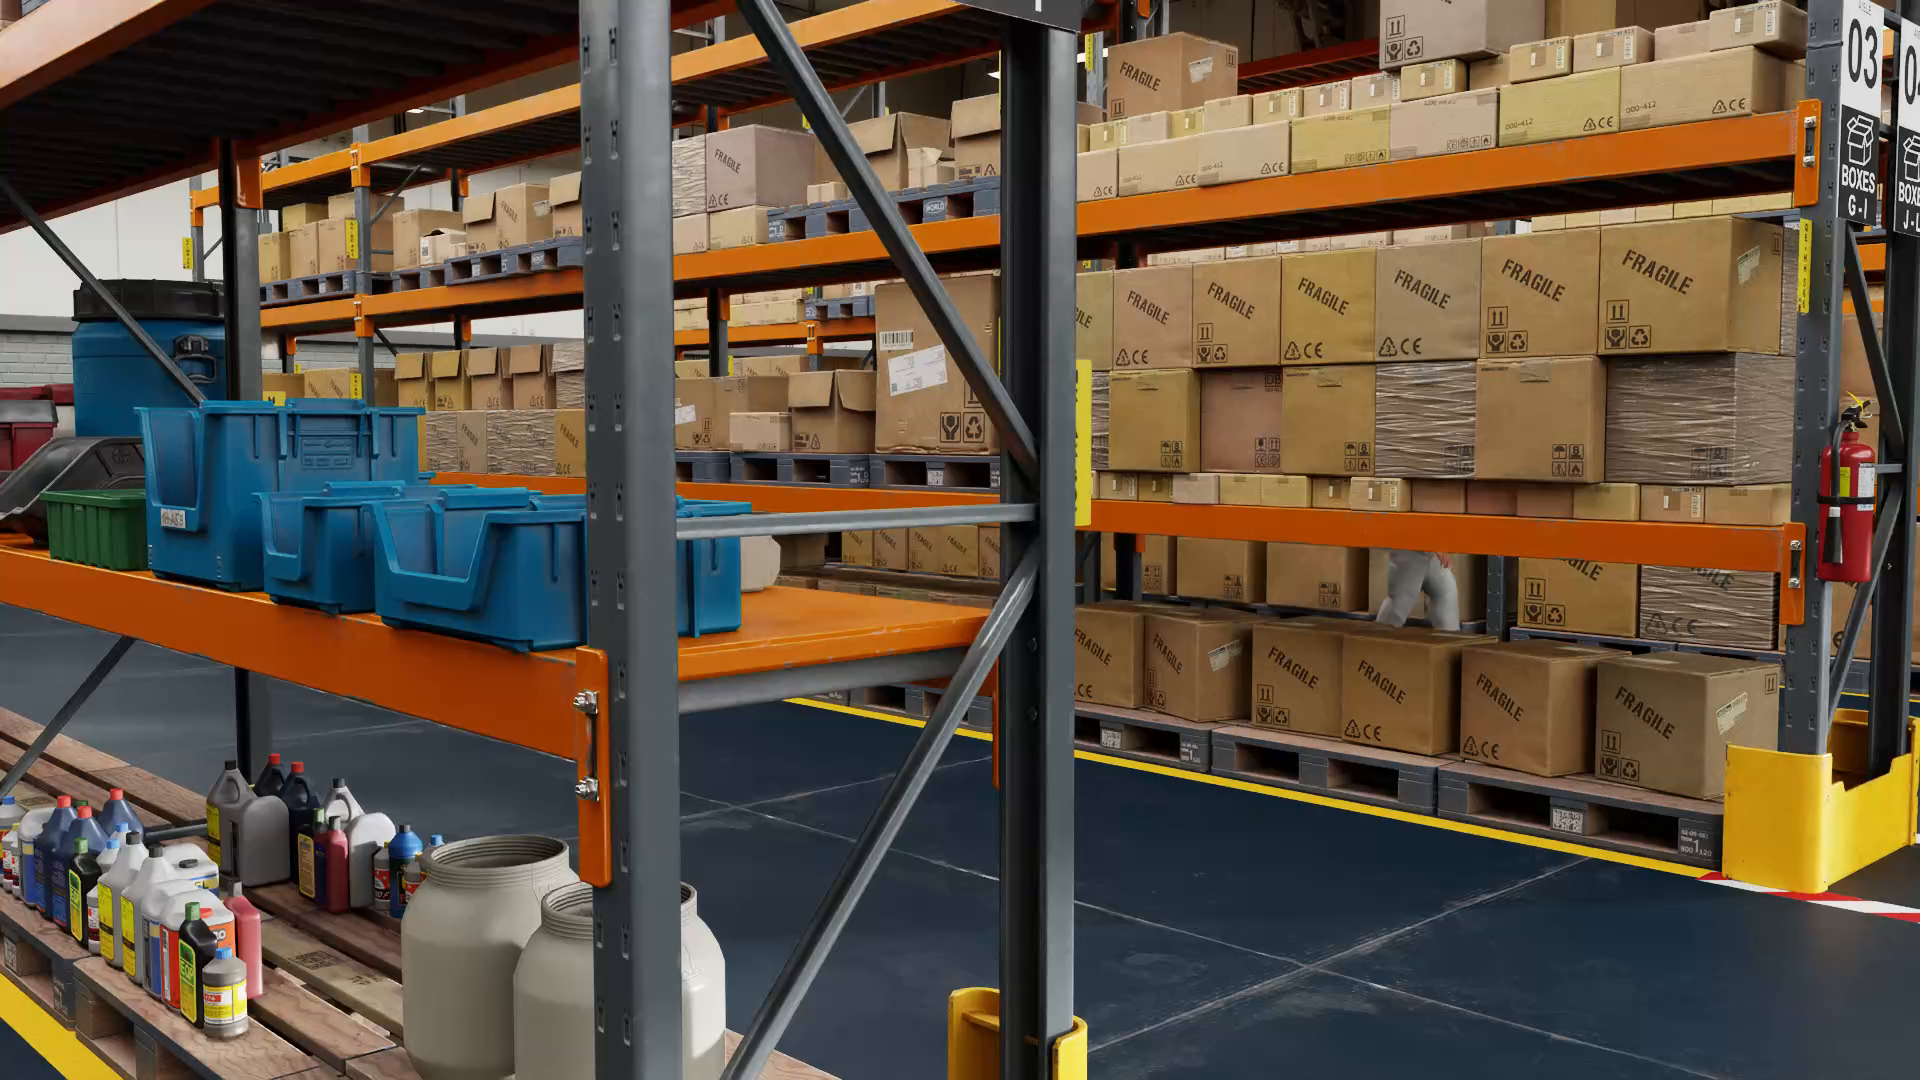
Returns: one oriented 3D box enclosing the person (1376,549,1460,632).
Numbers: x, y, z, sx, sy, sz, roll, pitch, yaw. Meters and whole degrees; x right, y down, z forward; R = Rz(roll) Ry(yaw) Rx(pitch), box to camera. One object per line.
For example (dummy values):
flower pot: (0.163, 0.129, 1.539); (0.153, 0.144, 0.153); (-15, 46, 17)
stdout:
person: (3.103, 0.052, 11.014); (0.776, 1.810, 0.579); (2, 4, 21)
